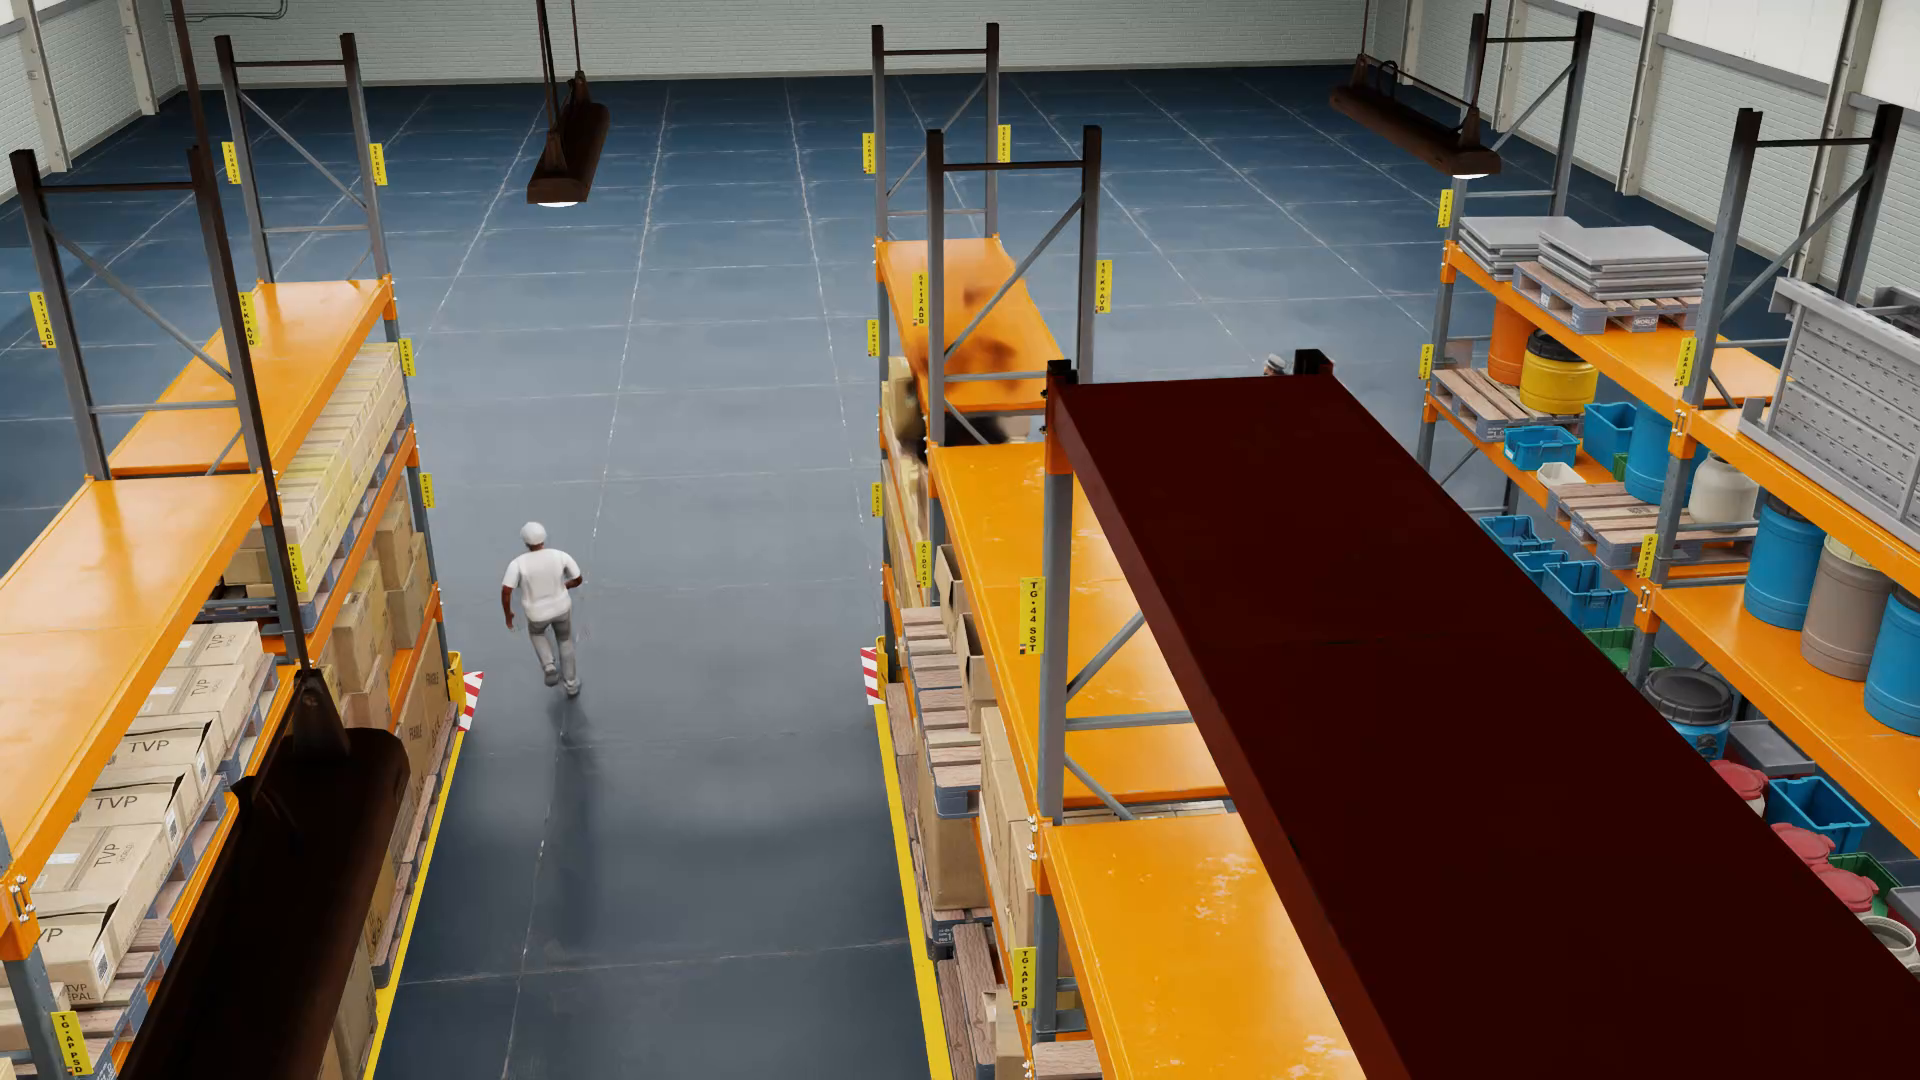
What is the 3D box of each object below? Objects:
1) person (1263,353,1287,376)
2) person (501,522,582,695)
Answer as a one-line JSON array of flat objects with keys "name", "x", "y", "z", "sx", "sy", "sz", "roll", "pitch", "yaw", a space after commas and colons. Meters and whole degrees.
[{"name": "person", "x": 3.605, "y": -1.388, "z": 19.496, "sx": 0.538, "sy": 1.663, "sz": 0.630, "roll": 7, "pitch": 26, "yaw": 15}, {"name": "person", "x": -3.829, "y": 0.601, "z": 15.249, "sx": 0.753, "sy": 1.686, "sz": 0.563, "roll": -10, "pitch": 27, "yaw": -20}]
